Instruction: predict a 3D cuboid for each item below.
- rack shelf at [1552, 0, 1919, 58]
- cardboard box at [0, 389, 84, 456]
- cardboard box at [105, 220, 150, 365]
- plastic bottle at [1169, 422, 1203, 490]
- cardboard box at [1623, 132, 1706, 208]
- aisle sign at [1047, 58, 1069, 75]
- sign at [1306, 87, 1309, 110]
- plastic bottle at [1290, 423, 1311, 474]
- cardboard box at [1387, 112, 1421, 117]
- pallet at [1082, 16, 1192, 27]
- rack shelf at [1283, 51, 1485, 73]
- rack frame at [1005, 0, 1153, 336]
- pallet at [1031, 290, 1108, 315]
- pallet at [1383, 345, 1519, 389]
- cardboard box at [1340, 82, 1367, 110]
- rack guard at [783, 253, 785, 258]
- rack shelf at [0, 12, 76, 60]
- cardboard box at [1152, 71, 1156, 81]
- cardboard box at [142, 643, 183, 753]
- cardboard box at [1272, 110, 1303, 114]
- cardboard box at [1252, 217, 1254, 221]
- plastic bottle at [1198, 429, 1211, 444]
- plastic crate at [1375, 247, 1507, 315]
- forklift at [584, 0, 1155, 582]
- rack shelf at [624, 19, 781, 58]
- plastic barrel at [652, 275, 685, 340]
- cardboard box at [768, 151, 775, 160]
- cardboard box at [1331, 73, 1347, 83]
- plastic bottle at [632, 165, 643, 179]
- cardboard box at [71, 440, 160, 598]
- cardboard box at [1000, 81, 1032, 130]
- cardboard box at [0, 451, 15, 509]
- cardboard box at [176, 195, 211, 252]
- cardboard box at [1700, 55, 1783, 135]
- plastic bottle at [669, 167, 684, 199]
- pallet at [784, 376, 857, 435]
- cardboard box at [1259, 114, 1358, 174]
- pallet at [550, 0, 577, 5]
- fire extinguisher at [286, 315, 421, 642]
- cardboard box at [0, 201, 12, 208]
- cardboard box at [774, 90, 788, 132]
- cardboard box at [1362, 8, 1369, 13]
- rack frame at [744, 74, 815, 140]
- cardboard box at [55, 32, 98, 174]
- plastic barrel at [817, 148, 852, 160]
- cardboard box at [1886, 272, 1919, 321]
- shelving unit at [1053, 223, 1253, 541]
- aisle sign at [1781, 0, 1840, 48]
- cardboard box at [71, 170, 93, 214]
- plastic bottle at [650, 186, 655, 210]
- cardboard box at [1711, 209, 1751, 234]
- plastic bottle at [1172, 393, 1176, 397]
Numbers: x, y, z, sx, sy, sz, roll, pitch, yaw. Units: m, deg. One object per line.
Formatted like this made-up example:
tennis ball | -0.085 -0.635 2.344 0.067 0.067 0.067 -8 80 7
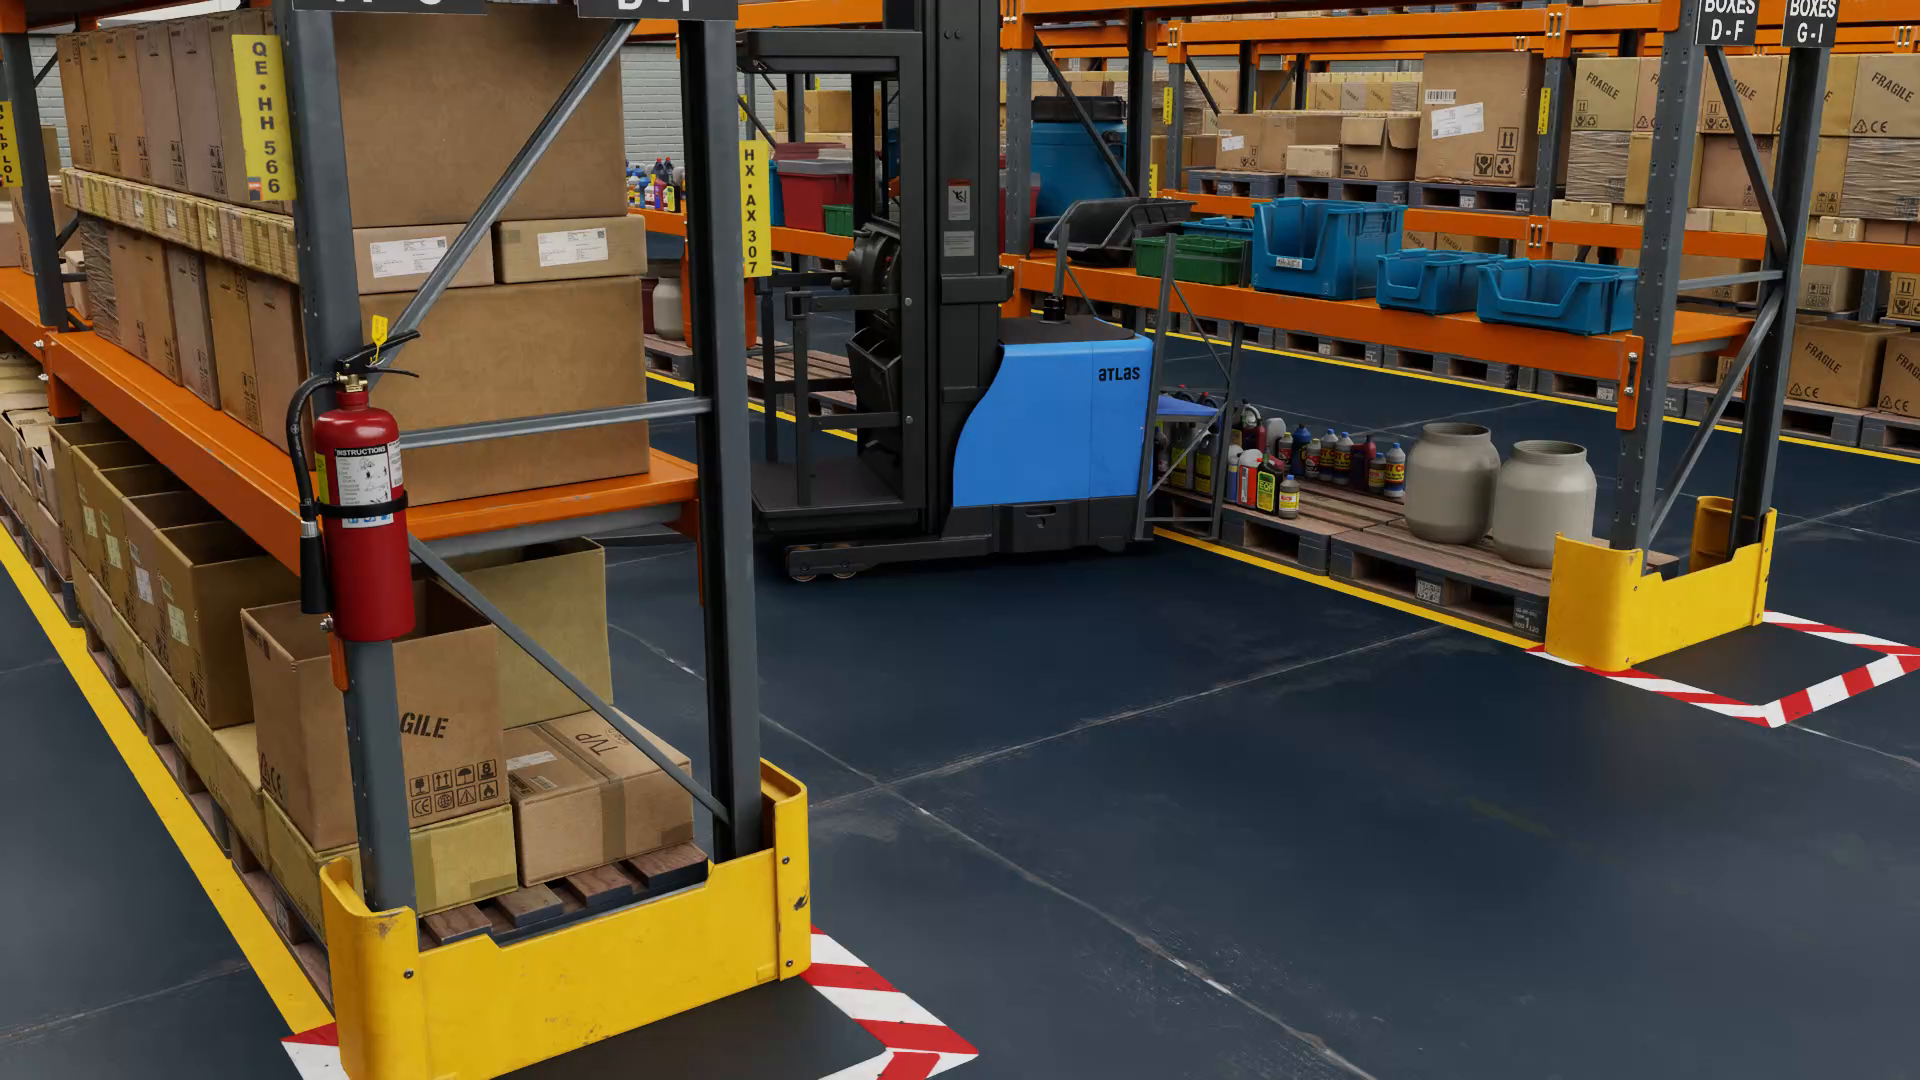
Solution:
rack shelf | 5.880 -3.326 10.728 1.077 0.370 4.000 -11 19 -35
cardboard box | -4.676 -0.631 8.549 0.500 0.311 0.500 -11 19 -35
cardboard box | -2.730 -0.960 6.211 0.700 0.500 0.500 -11 19 -35
plastic bottle | 1.198 -0.452 8.728 0.144 0.351 0.185 -11 19 -35
cardboard box | 5.184 -2.627 11.741 0.875 0.500 0.500 -11 19 -35
aisle sign | 1.434 -7.187 24.230 0.394 0.787 0.004 -11 19 -35
sign | 4.519 -5.756 21.730 0.100 0.325 0.005 -11 19 -35
plastic bottle | 1.856 -0.500 9.057 0.097 0.271 0.097 0 15 0
cardboard box | 5.168 -4.877 19.265 0.380 0.149 0.250 -11 19 -35
pallet | 1.931 -4.993 15.812 1.213 0.211 1.003 -10 18 -32
rack shelf | 6.841 -7.427 25.711 1.077 0.370 4.000 -11 19 -35
rack frame | 0.698 -1.885 9.781 1.000 3.000 0.127 -11 19 -35
pallet | 1.237 -2.603 17.687 1.003 0.211 1.213 -11 19 -35
pallet | 4.245 -1.475 13.564 1.003 0.211 1.213 -11 19 -35
cardboard box | 6.335 -6.920 26.094 0.500 0.500 0.500 -11 19 -35
rack guard | -2.365 -4.016 22.301 1.175 0.500 0.348 -11 19 -35
rack shelf | -6.839 -3.498 11.355 1.077 0.370 4.000 -11 19 -35
cardboard box | 2.661 -6.172 22.796 0.500 0.500 0.500 -12 19 -36
cardboard box | -2.405 0.474 5.576 0.500 0.250 0.500 -11 19 -35
cardboard box | 4.100 -5.264 20.682 0.380 0.149 0.250 -10 18 -33
cardboard box | 3.652 -4.260 21.937 0.380 0.149 0.250 -10 18 -33
plastic bottle | 1.303 -0.444 8.842 0.152 0.276 0.135 -11 19 -35
plastic crate | 2.136 -1.159 7.410 0.499 0.251 0.408 -11 19 -35
forklift | -0.603 -1.371 8.034 3.031 2.935 1.130 -4 16 -14
rack shelf | -2.830 -4.266 14.161 1.077 0.370 4.000 -11 19 -35
plastic barrel | -2.360 -1.950 13.936 0.421 0.512 0.421 0 15 0
cardboard box | -2.258 -4.913 21.322 0.380 0.149 0.250 -11 19 -35
cardboard box | 6.091 -7.307 26.280 0.380 0.149 0.250 -12 19 -36
plastic bottle | -2.876 -3.210 14.865 0.097 0.271 0.097 0 15 0
cardboard box | -2.991 -0.102 6.258 0.500 0.500 0.500 -11 19 -35
cardboard box | 0.777 -4.611 17.650 0.797 0.503 0.637 -11 19 -34
cardboard box | -4.684 -0.363 8.634 0.500 0.250 0.500 -10 18 -33
cardboard box | -2.100 -0.952 4.954 0.380 0.149 0.250 -10 18 -33
cardboard box | 5.352 -2.979 11.130 0.500 0.500 0.500 -11 19 -35
plastic bottle | -2.462 -3.118 14.521 0.152 0.276 0.135 -11 19 -35
pallet | -0.517 -0.962 11.692 1.003 0.211 1.213 -11 19 -35
cardboard box | 3.111 -3.546 14.864 0.700 0.500 0.500 -8 17 -26
pallet | -2.797 -4.555 14.212 1.003 0.211 1.213 -11 19 -35
fire extinguisher | -1.265 -0.128 3.508 0.296 0.674 0.183 -11 19 -35
cardboard box | -5.484 -1.844 9.798 0.500 0.311 0.500 -10 18 -31
cardboard box | -1.994 -5.398 20.916 0.500 0.500 0.500 -11 19 -36
cardboard box | 3.426 -4.607 14.330 0.500 0.250 0.500 -10 18 -33
rack frame | -2.351 -5.216 21.952 1.000 3.000 0.127 -11 19 -35
cardboard box | -3.045 -1.697 6.447 0.700 0.500 0.500 -11 19 -34
plastic barrel | -0.876 -2.606 12.205 0.421 0.512 0.421 0 15 0
cardboard box | 9.089 -2.435 15.018 0.875 0.875 0.875 -11 19 -34
shelving unit | 0.920 -0.843 8.637 0.538 1.500 1.048 0 12 -27
aisle sign | 3.329 -2.315 6.427 0.394 0.787 0.004 -11 19 -35
cardboard box | -3.162 -1.337 6.360 0.380 0.149 0.250 -11 19 -34
plastic bottle | -2.426 -2.740 13.282 0.097 0.201 0.097 0 15 0
cardboard box | 5.342 -2.177 11.323 0.380 0.149 0.250 -11 19 -35
plastic bottle | 1.248 -0.735 9.893 0.061 0.283 0.133 -10 18 -32
